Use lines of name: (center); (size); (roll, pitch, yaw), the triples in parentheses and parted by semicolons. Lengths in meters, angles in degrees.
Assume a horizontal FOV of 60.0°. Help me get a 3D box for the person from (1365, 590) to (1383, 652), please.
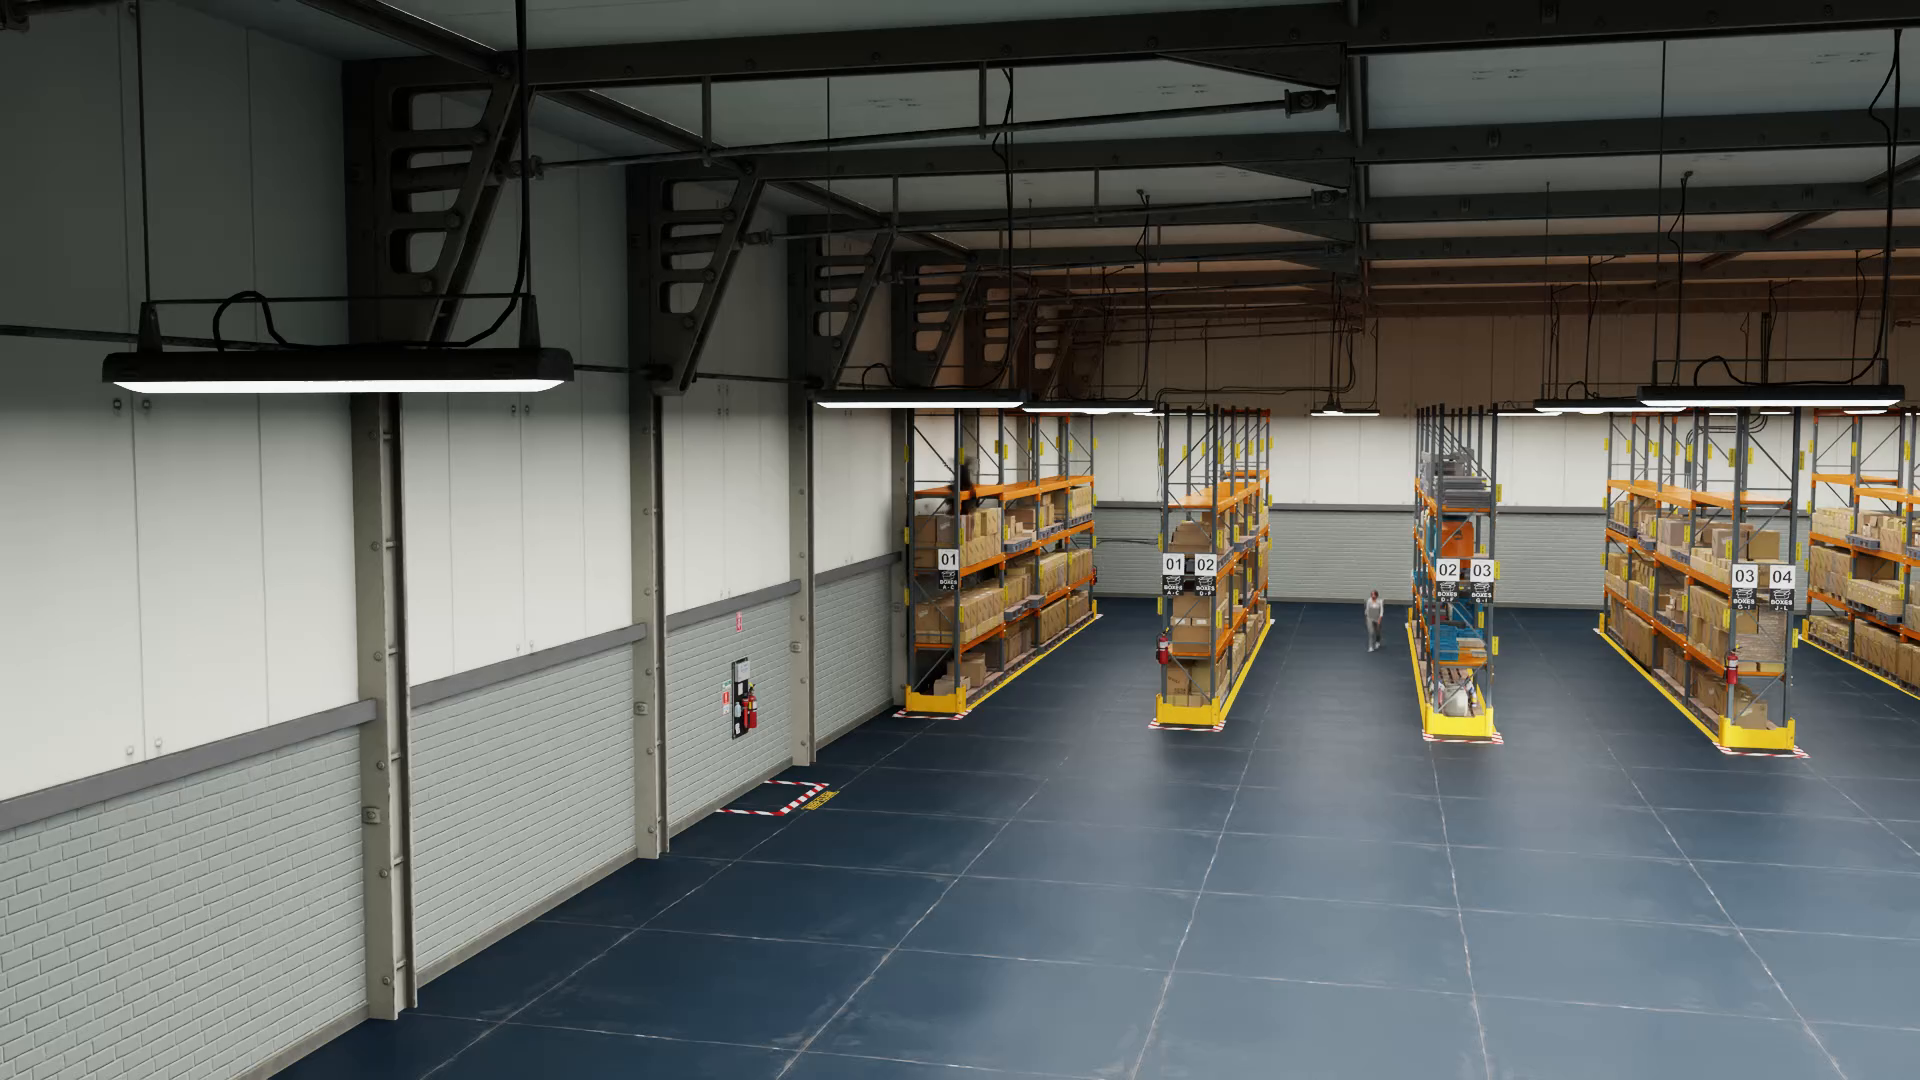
person: (10.196, 1.974, 40.982); (0.444, 1.528, 0.773); (1, 4, 11)
